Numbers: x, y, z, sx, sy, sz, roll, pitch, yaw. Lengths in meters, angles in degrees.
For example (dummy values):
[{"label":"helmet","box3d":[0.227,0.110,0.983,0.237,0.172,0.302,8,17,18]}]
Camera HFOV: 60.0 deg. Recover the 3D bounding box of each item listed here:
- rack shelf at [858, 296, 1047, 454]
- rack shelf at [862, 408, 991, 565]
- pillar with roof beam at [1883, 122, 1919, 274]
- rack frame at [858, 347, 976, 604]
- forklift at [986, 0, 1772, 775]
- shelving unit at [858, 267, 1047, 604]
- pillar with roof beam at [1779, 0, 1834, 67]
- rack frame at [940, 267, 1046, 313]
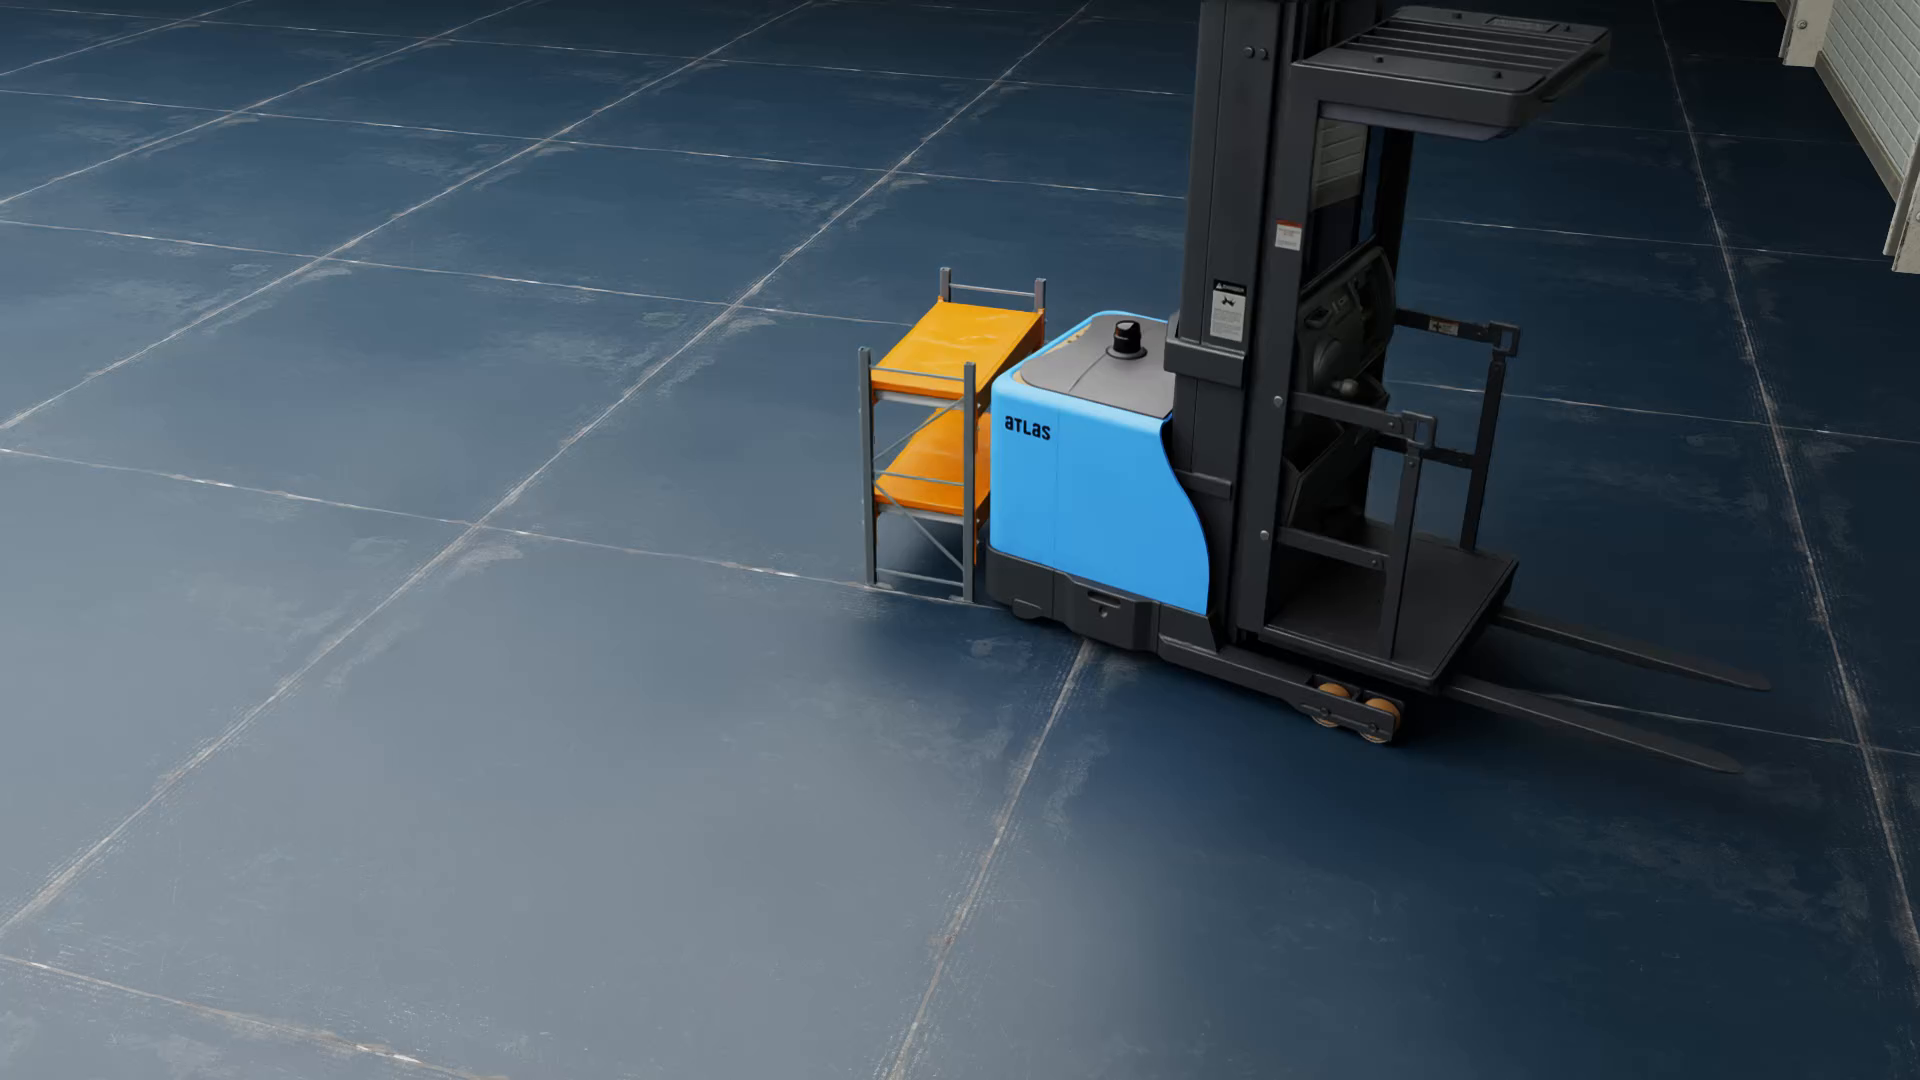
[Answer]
[{"label":"rack shelf","box3d":[-0.014,-0.749,7.338,0.538,0.278,1.000,9,30,16]},{"label":"rack shelf","box3d":[-0.014,-0.280,7.599,0.538,0.278,1.000,9,30,16]},{"label":"pillar with roof beam","box3d":[2.218,-6.380,9.963,9.100,9.000,0.400,8,30,15]},{"label":"rack frame","box3d":[-0.177,-0.260,7.060,0.500,1.125,0.032,9,30,16]},{"label":"forklift","box3d":[1.629,-0.800,6.174,3.031,2.935,1.130,17,33,28]},{"label":"shelving unit","box3d":[-0.014,-0.494,7.480,0.538,1.125,1.048,9,30,16]},{"label":"pillar with roof beam","box3d":[3.979,-9.169,14.975,9.100,9.000,0.400,8,30,15]},{"label":"rack frame","box3d":[0.149,-0.728,7.901,0.500,1.125,0.032,9,30,16]}]
